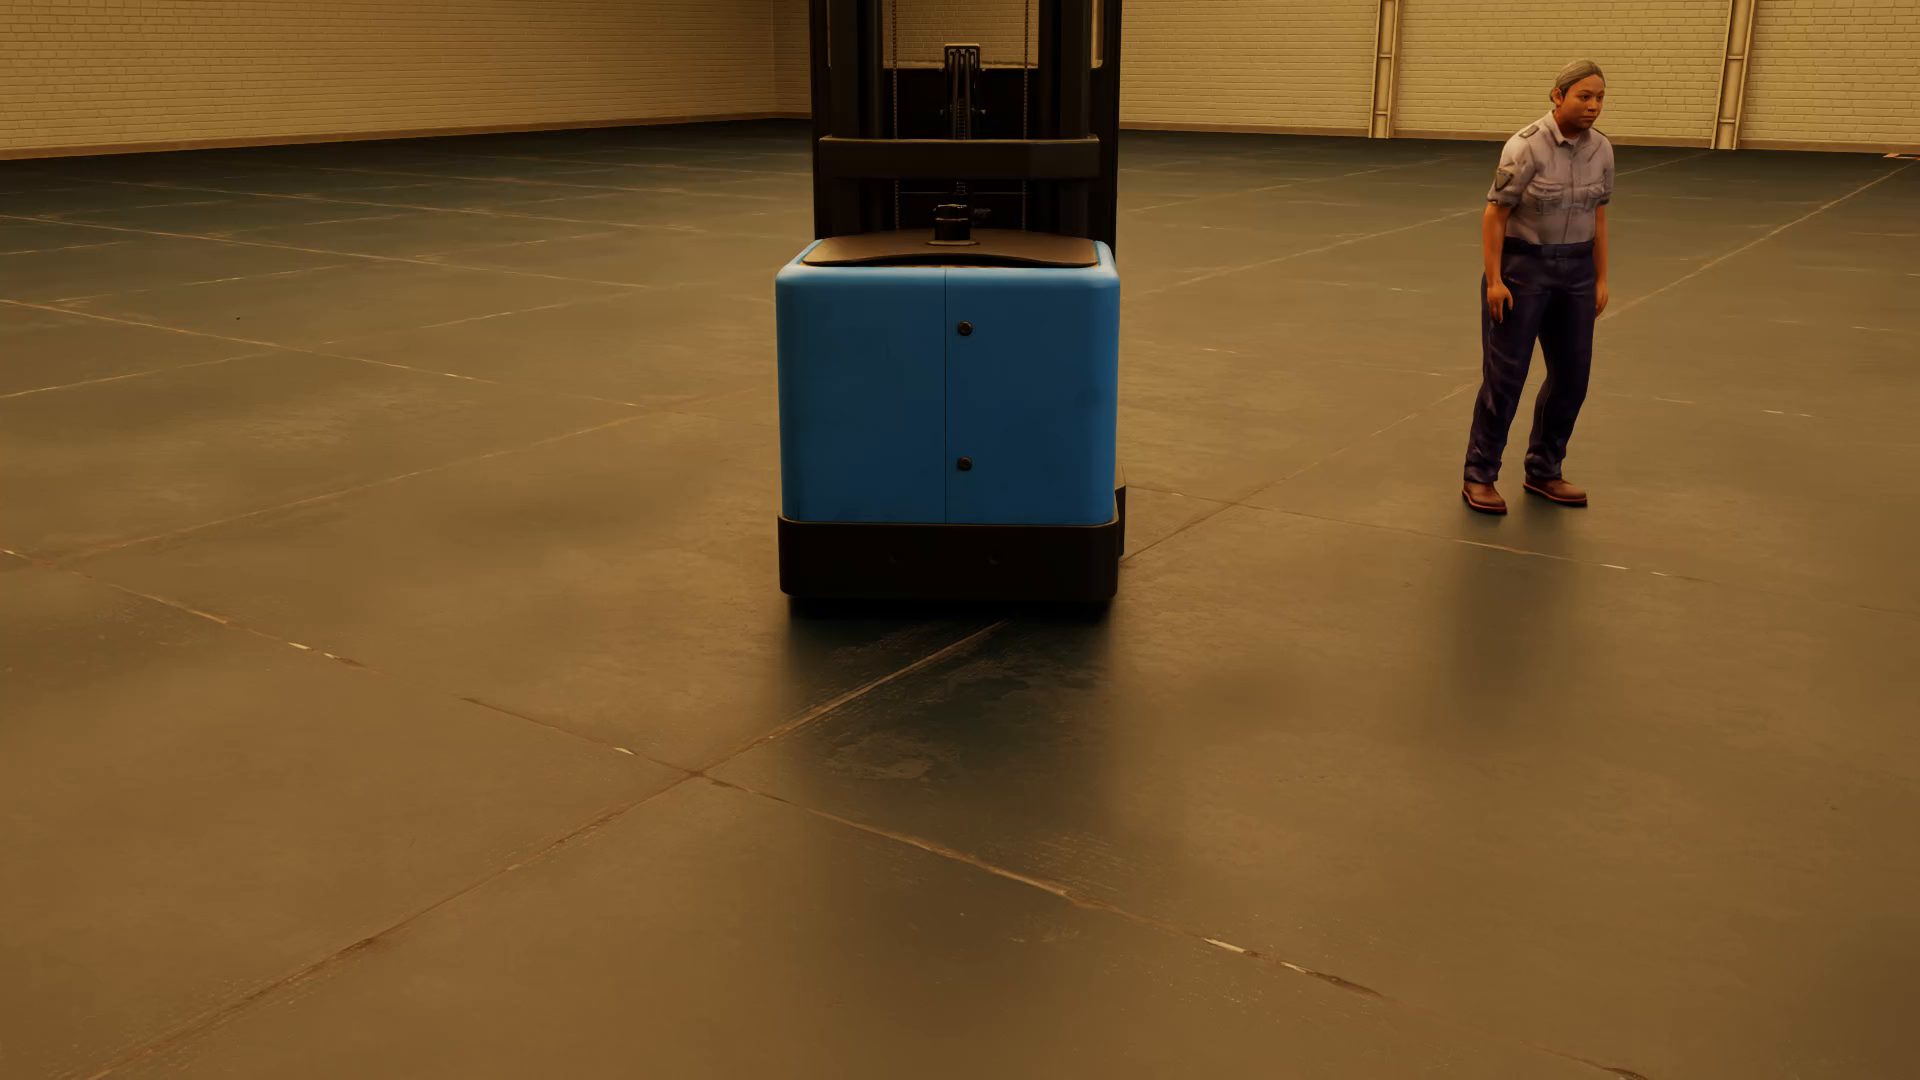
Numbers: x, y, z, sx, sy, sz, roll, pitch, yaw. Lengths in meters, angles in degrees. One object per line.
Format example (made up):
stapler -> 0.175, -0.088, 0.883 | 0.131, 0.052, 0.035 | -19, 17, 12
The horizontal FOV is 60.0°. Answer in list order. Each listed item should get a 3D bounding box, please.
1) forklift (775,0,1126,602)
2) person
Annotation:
forklift -> 0.031, -1.584, 6.131 | 1.130, 2.935, 3.031 | 1, 17, 3
person -> 2.191, -0.952, 6.259 | 0.545, 1.648, 0.375 | -5, 17, -15
